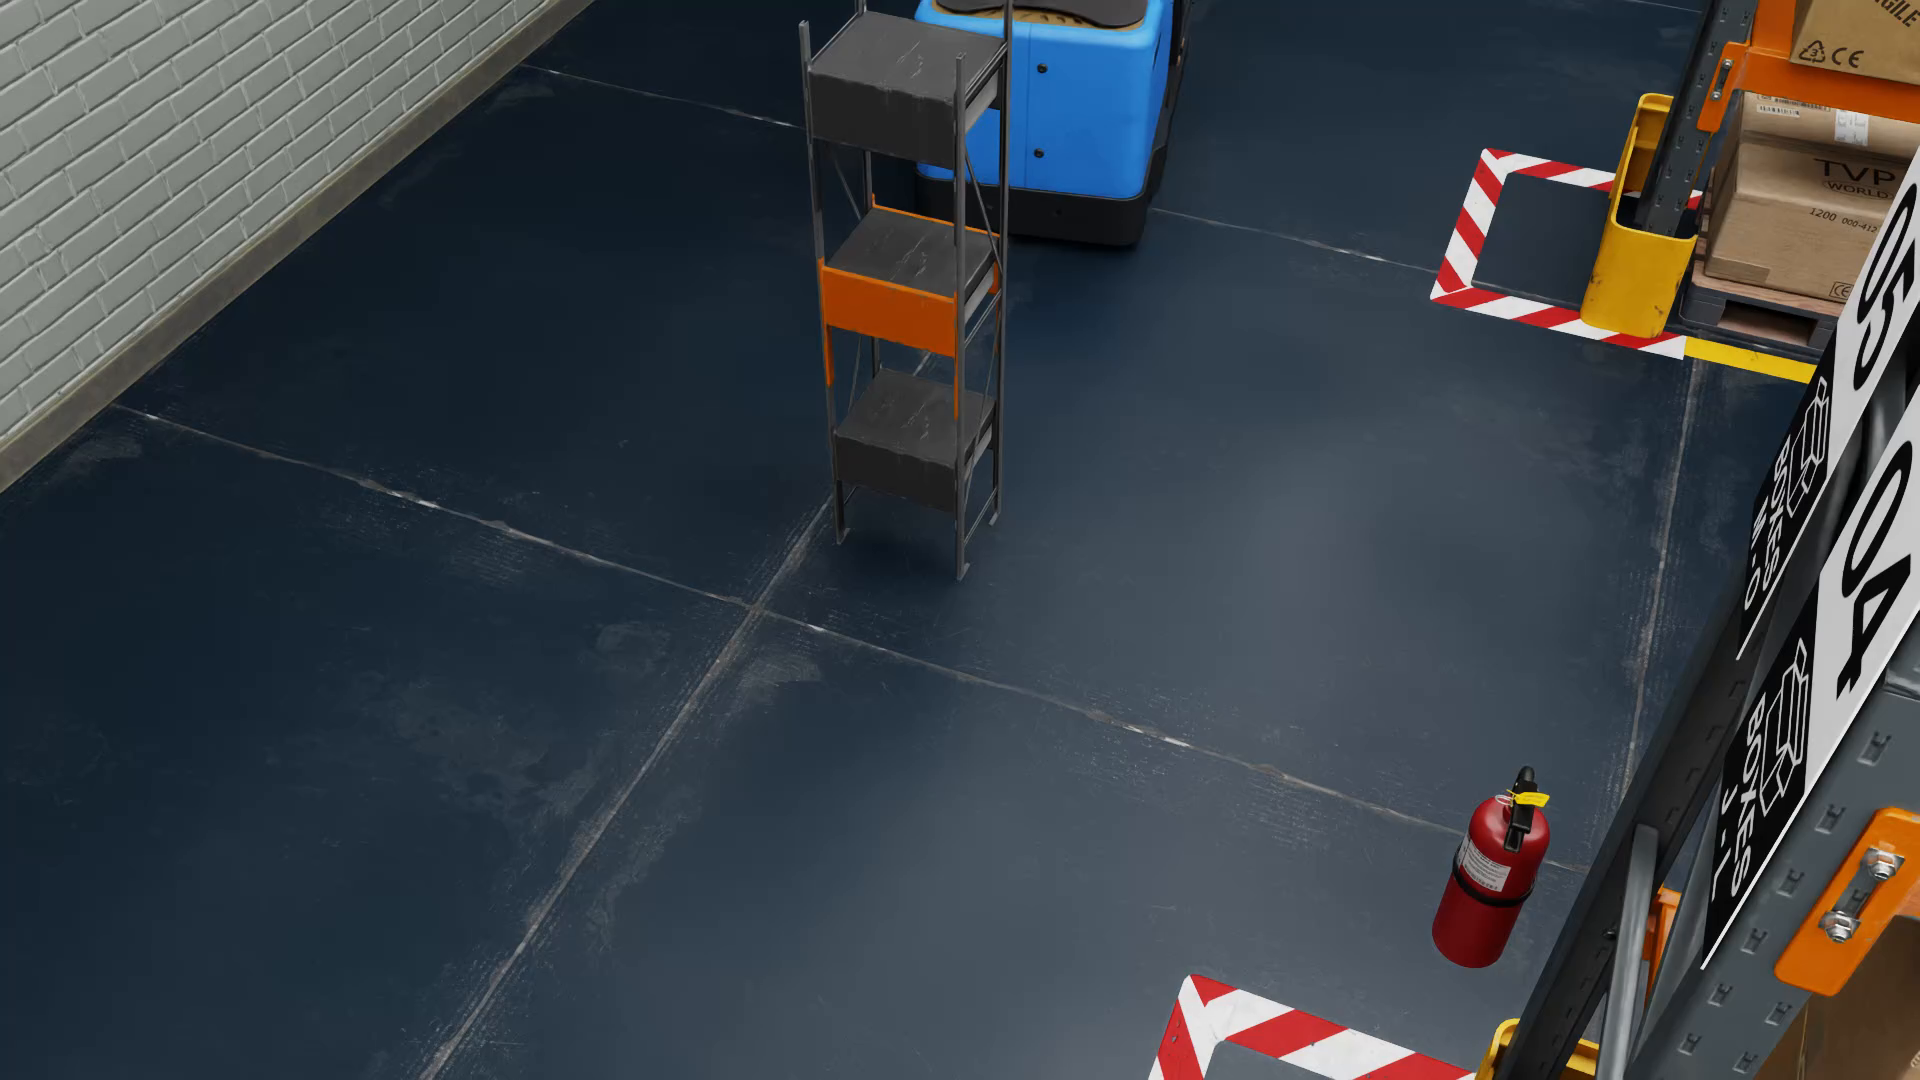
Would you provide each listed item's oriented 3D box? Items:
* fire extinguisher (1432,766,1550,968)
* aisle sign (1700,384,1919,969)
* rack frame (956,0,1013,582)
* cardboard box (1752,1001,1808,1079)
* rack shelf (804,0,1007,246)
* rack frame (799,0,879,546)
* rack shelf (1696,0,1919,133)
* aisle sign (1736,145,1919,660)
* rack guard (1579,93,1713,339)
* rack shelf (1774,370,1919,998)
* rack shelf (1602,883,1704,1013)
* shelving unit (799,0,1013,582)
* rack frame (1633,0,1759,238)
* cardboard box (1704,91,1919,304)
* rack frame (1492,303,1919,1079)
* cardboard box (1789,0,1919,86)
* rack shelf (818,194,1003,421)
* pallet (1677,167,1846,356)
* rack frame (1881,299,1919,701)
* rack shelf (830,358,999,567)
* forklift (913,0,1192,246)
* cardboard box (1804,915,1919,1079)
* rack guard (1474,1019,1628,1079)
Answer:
[{"bbox_3d":[1.210,0.711,3.728,0.183,0.674,0.296,16,47,16],"label":"fire extinguisher"},{"bbox_3d":[1.082,0.174,2.105,0.004,0.787,0.394,16,47,16],"label":"aisle sign"},{"bbox_3d":[0.072,-0.723,5.488,0.015,2.100,0.400,16,47,16],"label":"rack frame"},{"bbox_3d":[1.572,1.081,2.755,0.500,0.500,0.500,19,48,18],"label":"cardboard box"},{"bbox_3d":[-0.153,-1.276,5.070,0.480,0.518,0.431,16,47,16],"label":"rack shelf"},{"bbox_3d":[-0.378,-0.856,5.621,0.015,2.100,0.400,16,47,16],"label":"rack frame"},{"bbox_3d":[4.923,-1.531,6.172,4.000,0.370,1.077,16,47,16],"label":"rack shelf"},{"bbox_3d":[1.313,-0.216,2.498,0.004,0.787,0.394,16,47,16],"label":"aisle sign"},{"bbox_3d":[3.055,-1.450,7.353,0.348,0.500,1.175,16,47,16],"label":"rack guard"},{"bbox_3d":[3.110,0.655,1.848,4.000,0.370,1.077,16,47,16],"label":"rack shelf"},{"bbox_3d":[3.110,1.719,2.906,4.000,0.370,1.077,16,47,16],"label":"rack shelf"},{"bbox_3d":[-0.153,-0.789,5.555,0.503,2.100,0.431,16,47,16],"label":"shelving unit"},{"bbox_3d":[3.077,-2.329,6.464,0.127,3.000,1.000,16,47,16],"label":"rack frame"},{"bbox_3d":[3.725,-1.456,7.105,0.875,0.438,0.875,15,47,15],"label":"cardboard box"},{"bbox_3d":[1.264,0.920,3.198,0.127,3.000,1.000,16,47,16],"label":"rack frame"},{"bbox_3d":[3.409,-2.047,6.110,0.500,0.500,0.500,16,47,16],"label":"cardboard box"},{"bbox_3d":[-0.153,-0.780,5.564,0.480,0.518,0.431,16,47,16],"label":"rack shelf"},{"bbox_3d":[3.845,-1.175,7.281,1.213,0.211,1.003,16,47,16],"label":"pallet"},{"bbox_3d":[1.264,-1.206,1.082,0.127,3.000,1.000,16,47,16],"label":"rack frame"},{"bbox_3d":[-0.153,-0.283,6.058,0.480,0.518,0.431,16,47,16],"label":"rack shelf"},{"bbox_3d":[0.589,-3.417,7.606,1.130,2.935,3.031,8,45,8],"label":"forklift"},{"bbox_3d":[1.577,0.720,2.409,0.500,0.500,0.500,16,47,16],"label":"cardboard box"},{"bbox_3d":[1.335,1.827,4.059,0.348,0.500,1.175,16,47,16],"label":"rack guard"}]
